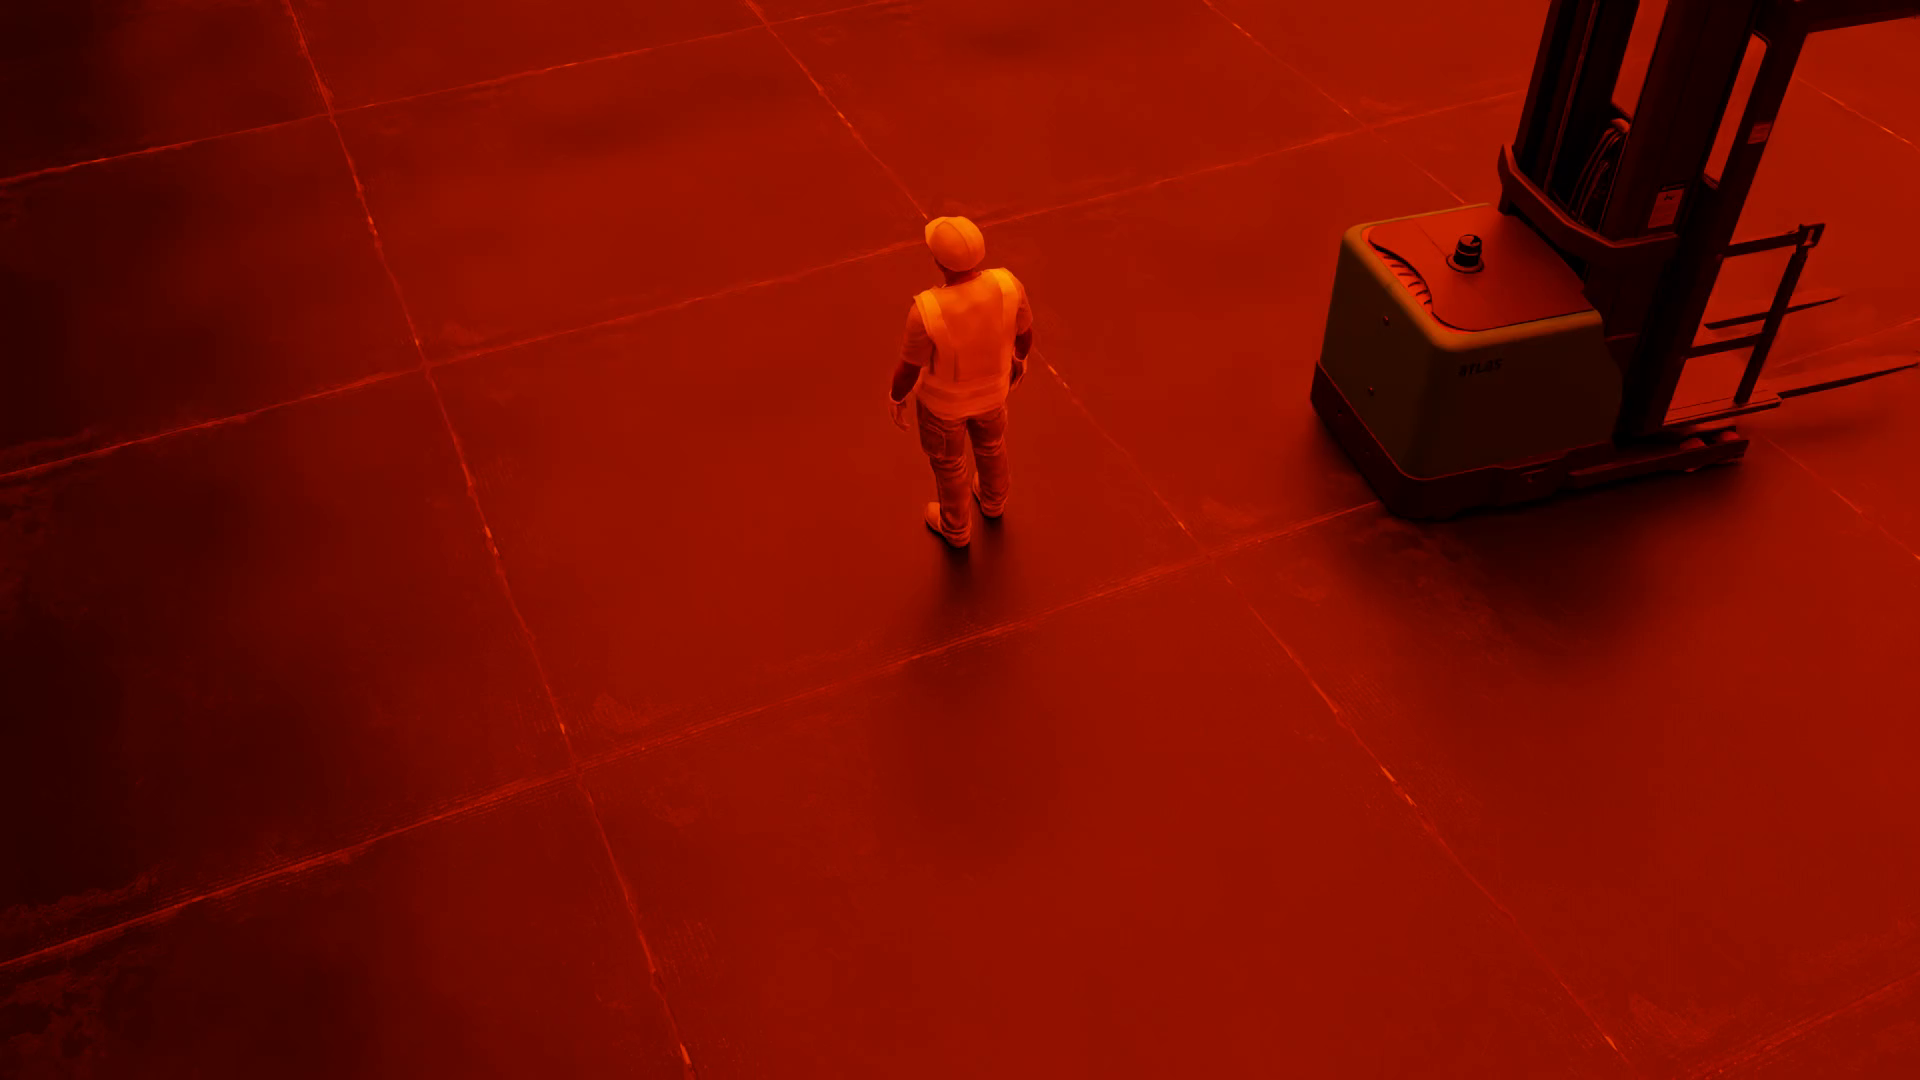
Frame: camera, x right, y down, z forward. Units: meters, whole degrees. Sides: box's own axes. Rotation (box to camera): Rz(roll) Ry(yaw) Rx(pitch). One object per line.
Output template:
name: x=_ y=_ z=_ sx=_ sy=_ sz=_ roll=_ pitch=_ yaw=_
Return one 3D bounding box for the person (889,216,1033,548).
person: x=-0.023 y=-0.704 z=7.266 sx=0.657 sy=1.785 sz=0.575 roll=-18 pitch=46 yaw=-18

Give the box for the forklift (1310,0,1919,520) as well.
forklift: x=3.364 y=-1.743 z=7.548 sx=3.031 sy=2.935 sz=1.130 roll=-12 pitch=44 yaw=-12
